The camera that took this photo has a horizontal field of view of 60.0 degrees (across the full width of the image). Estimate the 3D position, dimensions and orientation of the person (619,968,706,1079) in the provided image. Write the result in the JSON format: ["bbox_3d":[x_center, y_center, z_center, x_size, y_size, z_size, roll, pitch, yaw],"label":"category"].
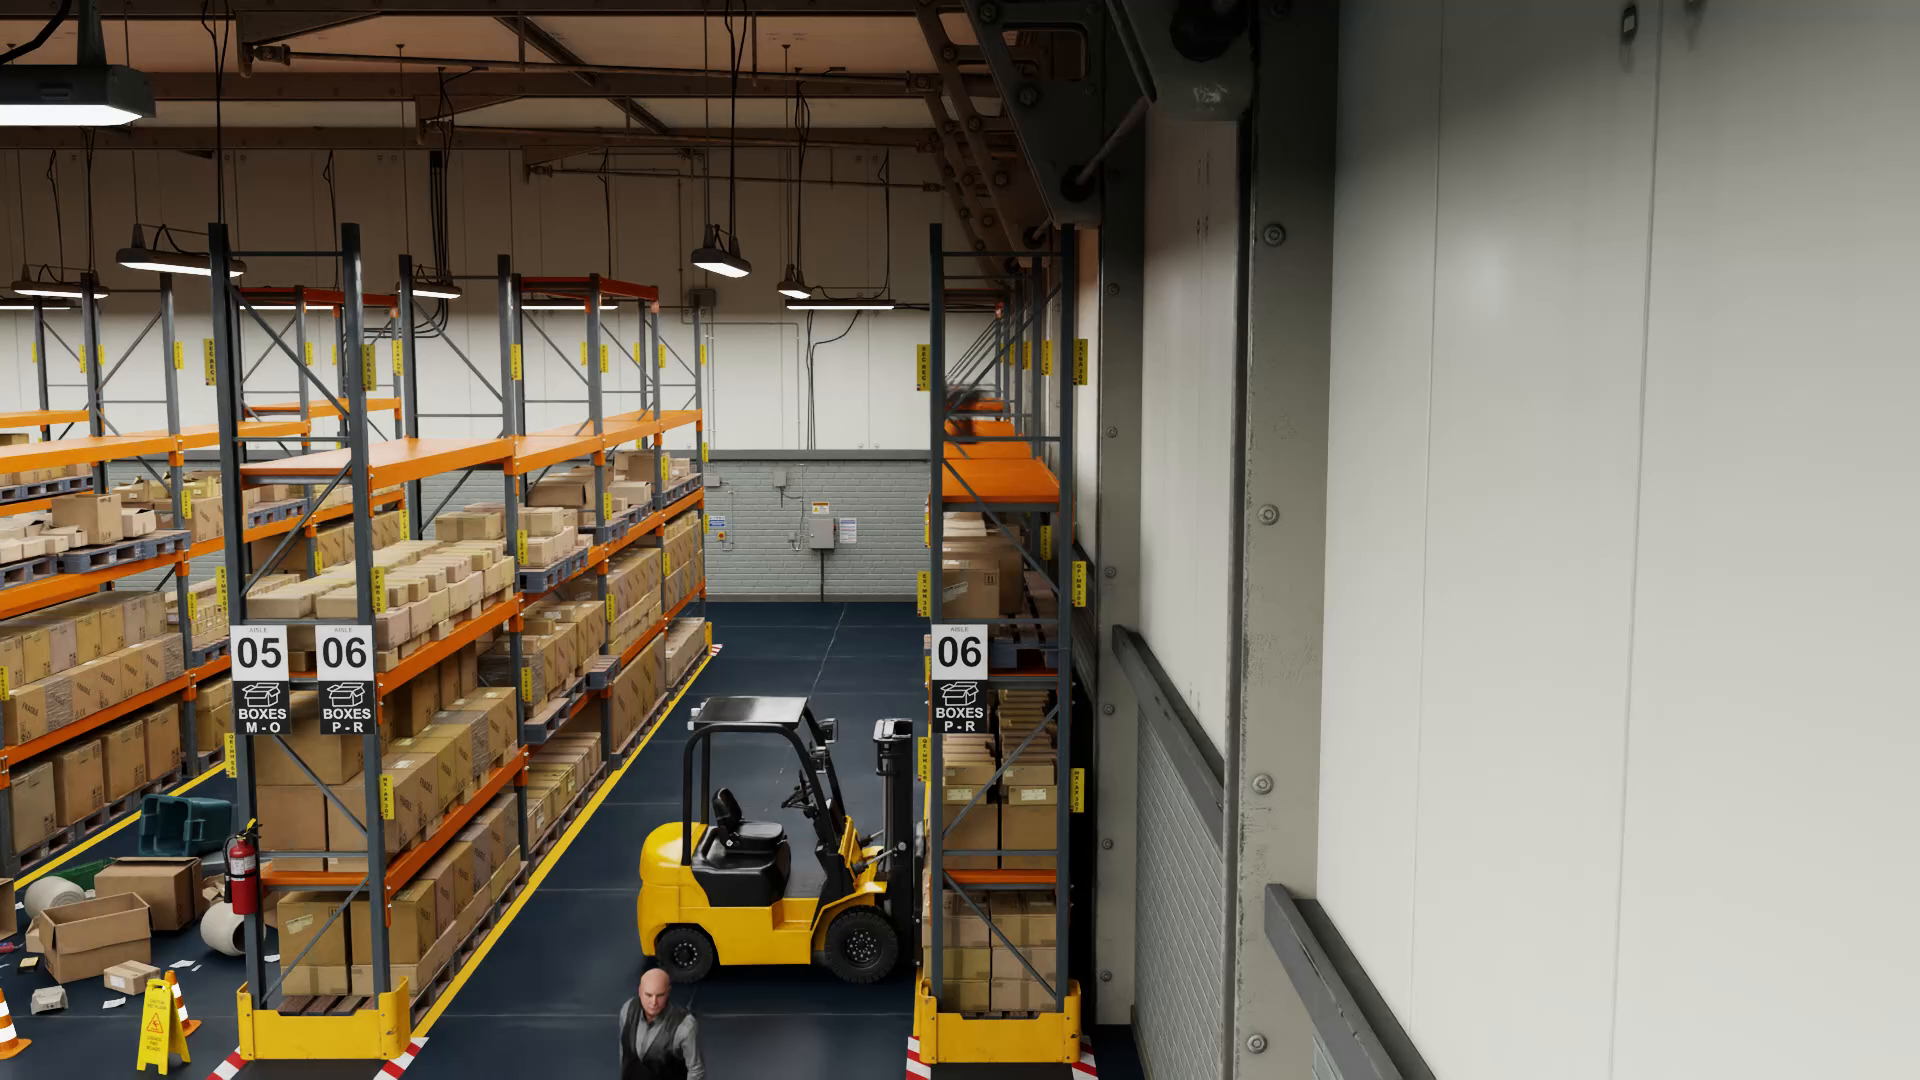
[{"bbox_3d":[-1.743,3.225,9.592,0.693,1.686,0.542,2,7,16],"label":"person"}]
